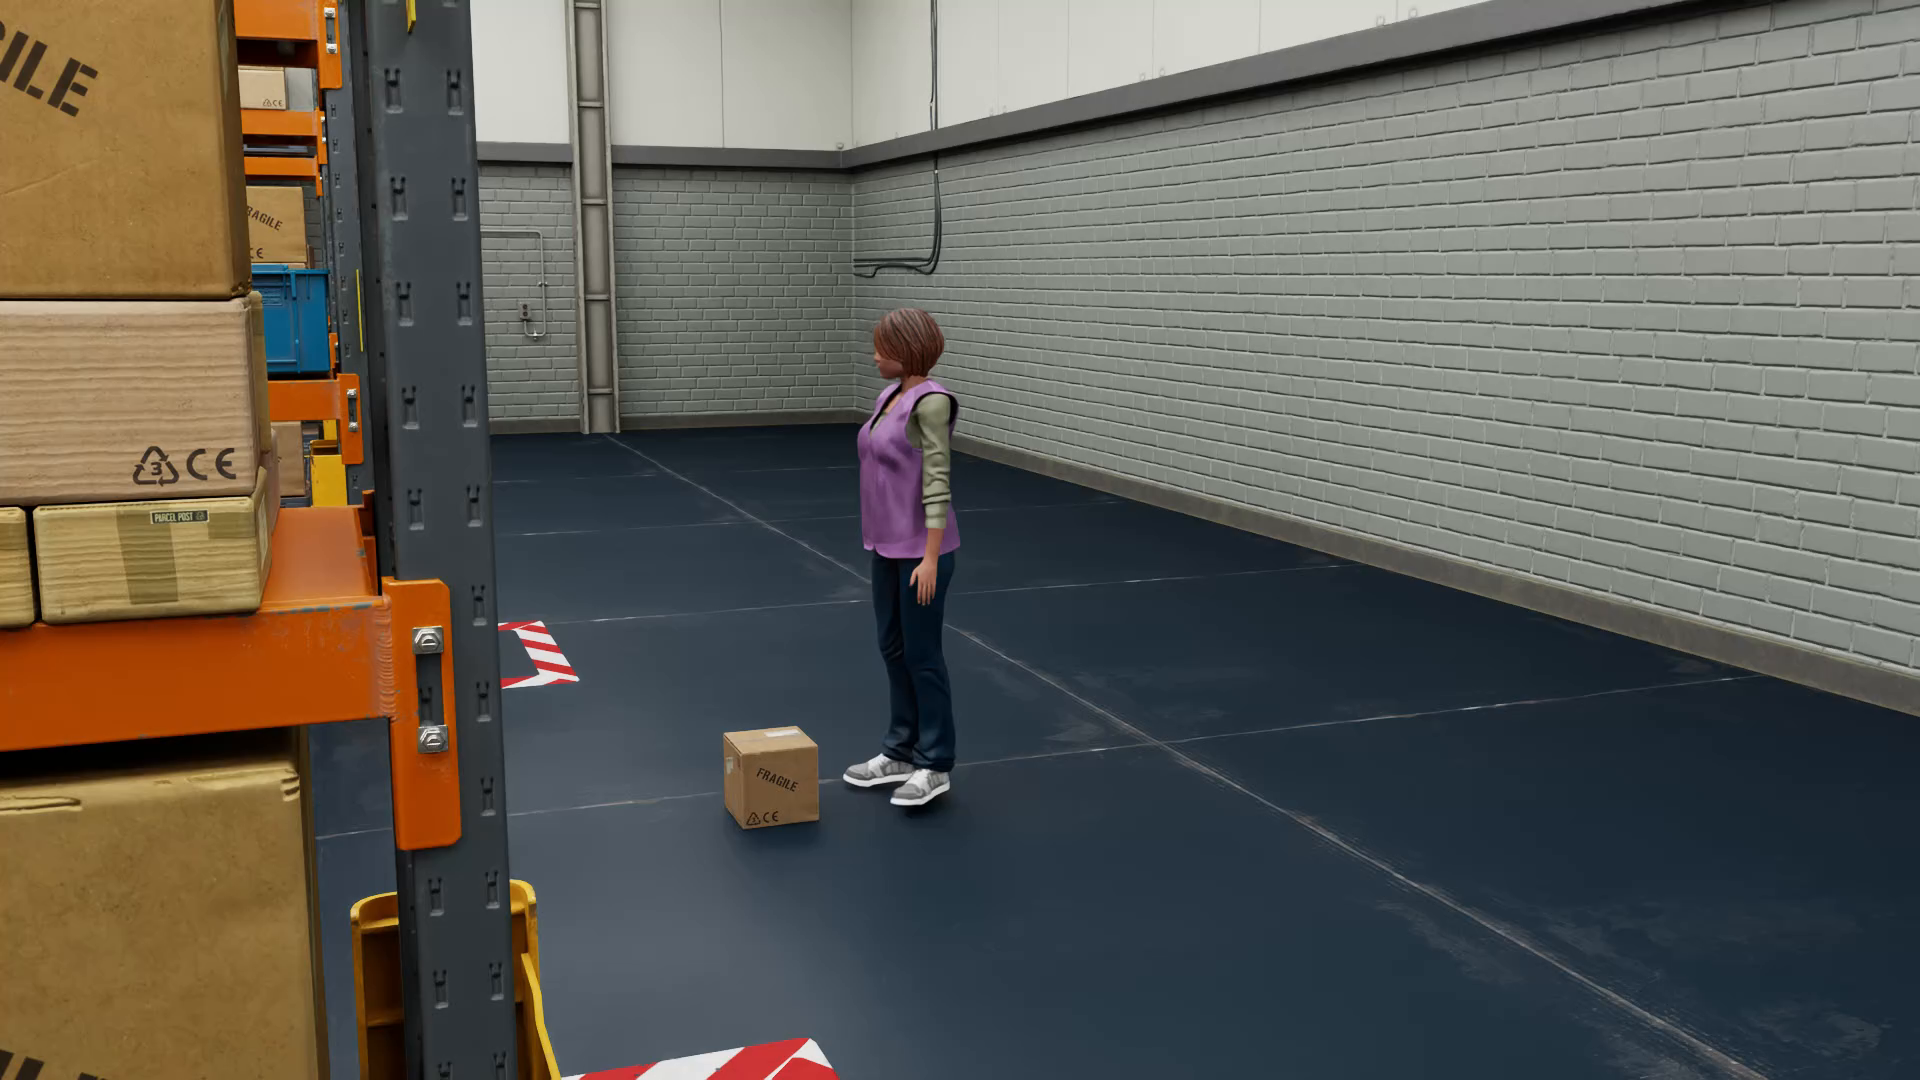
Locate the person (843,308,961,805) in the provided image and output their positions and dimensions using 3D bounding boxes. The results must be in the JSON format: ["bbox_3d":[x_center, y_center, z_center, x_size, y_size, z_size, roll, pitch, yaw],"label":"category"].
[{"bbox_3d":[-0.168,0.059,5.425,0.323,1.593,0.435,-5,10,-27],"label":"person"}]
